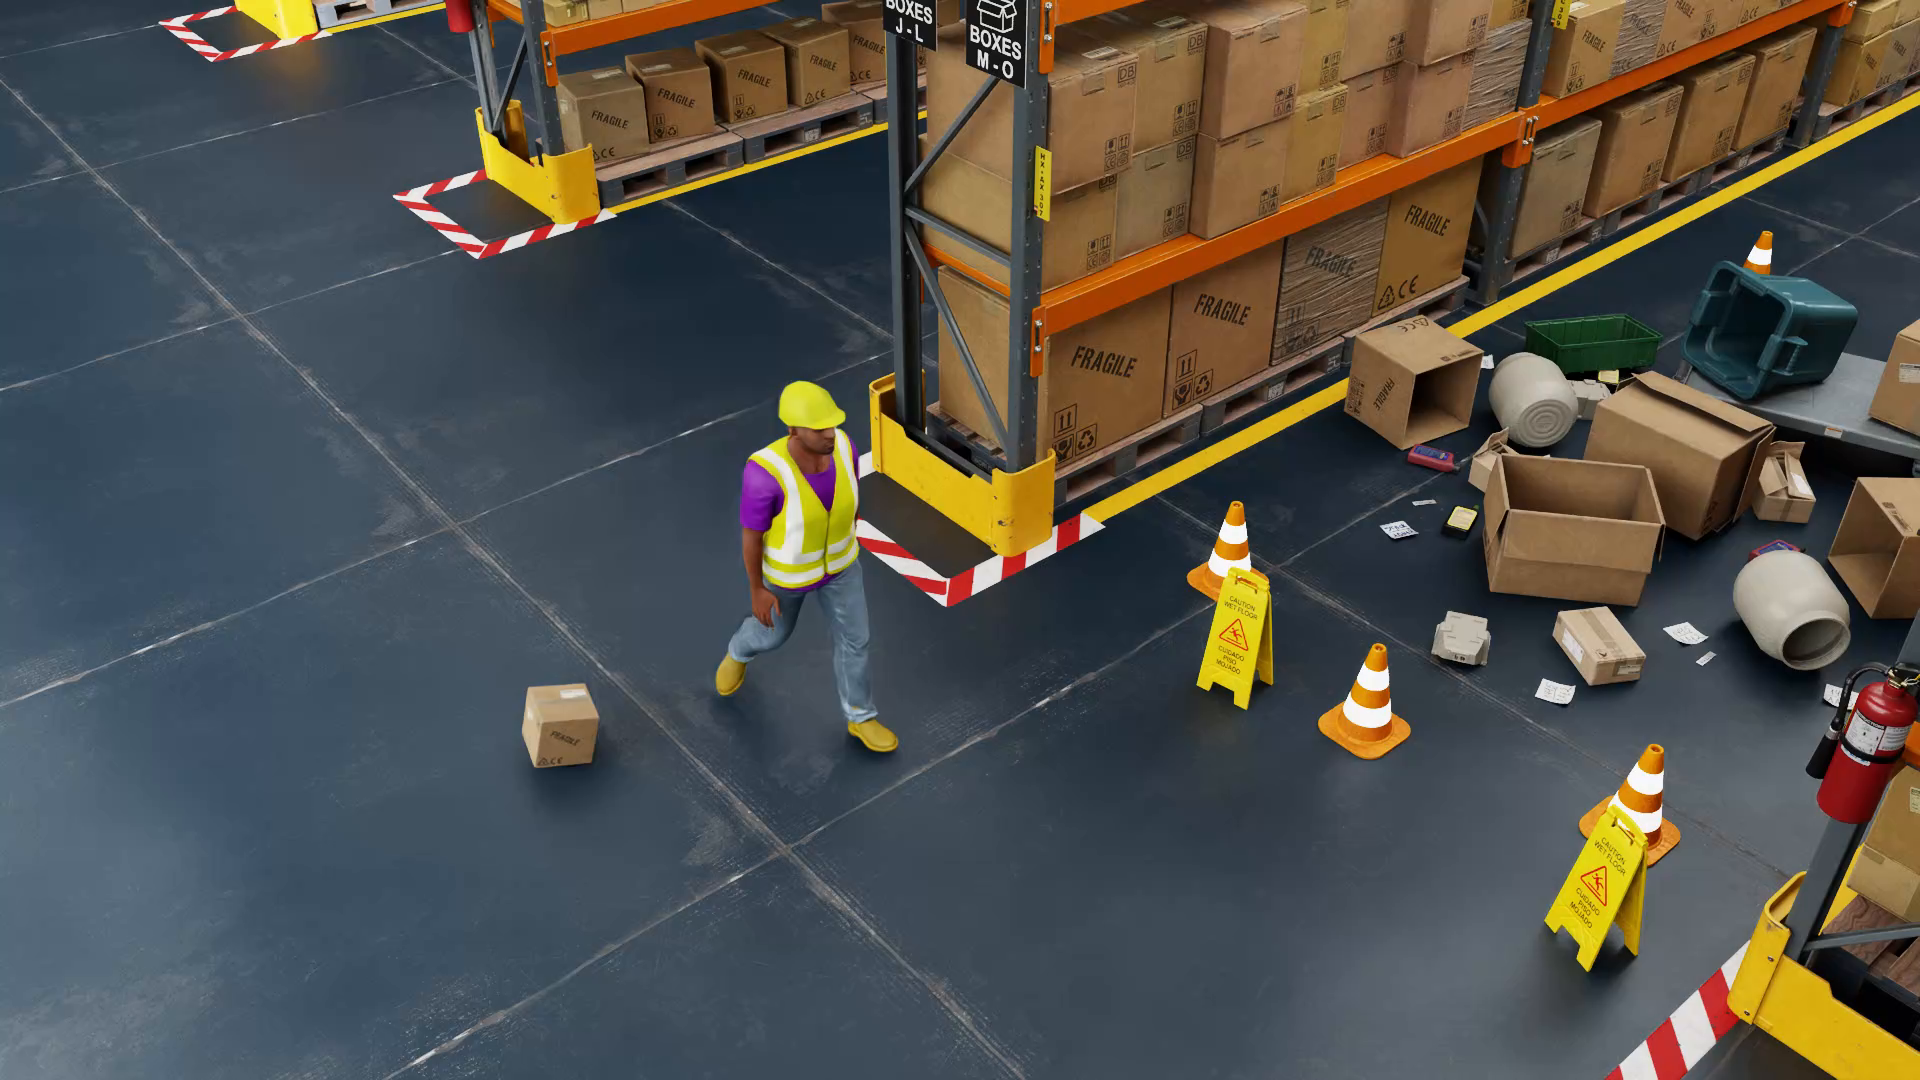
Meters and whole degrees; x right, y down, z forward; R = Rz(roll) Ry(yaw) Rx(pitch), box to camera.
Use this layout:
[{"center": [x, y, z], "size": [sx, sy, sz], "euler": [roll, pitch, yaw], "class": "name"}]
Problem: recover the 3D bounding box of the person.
[{"center": [-0.680, 0.078, 6.949], "size": [0.603, 1.753, 0.920], "euler": [-21, 41, -27], "class": "person"}]
